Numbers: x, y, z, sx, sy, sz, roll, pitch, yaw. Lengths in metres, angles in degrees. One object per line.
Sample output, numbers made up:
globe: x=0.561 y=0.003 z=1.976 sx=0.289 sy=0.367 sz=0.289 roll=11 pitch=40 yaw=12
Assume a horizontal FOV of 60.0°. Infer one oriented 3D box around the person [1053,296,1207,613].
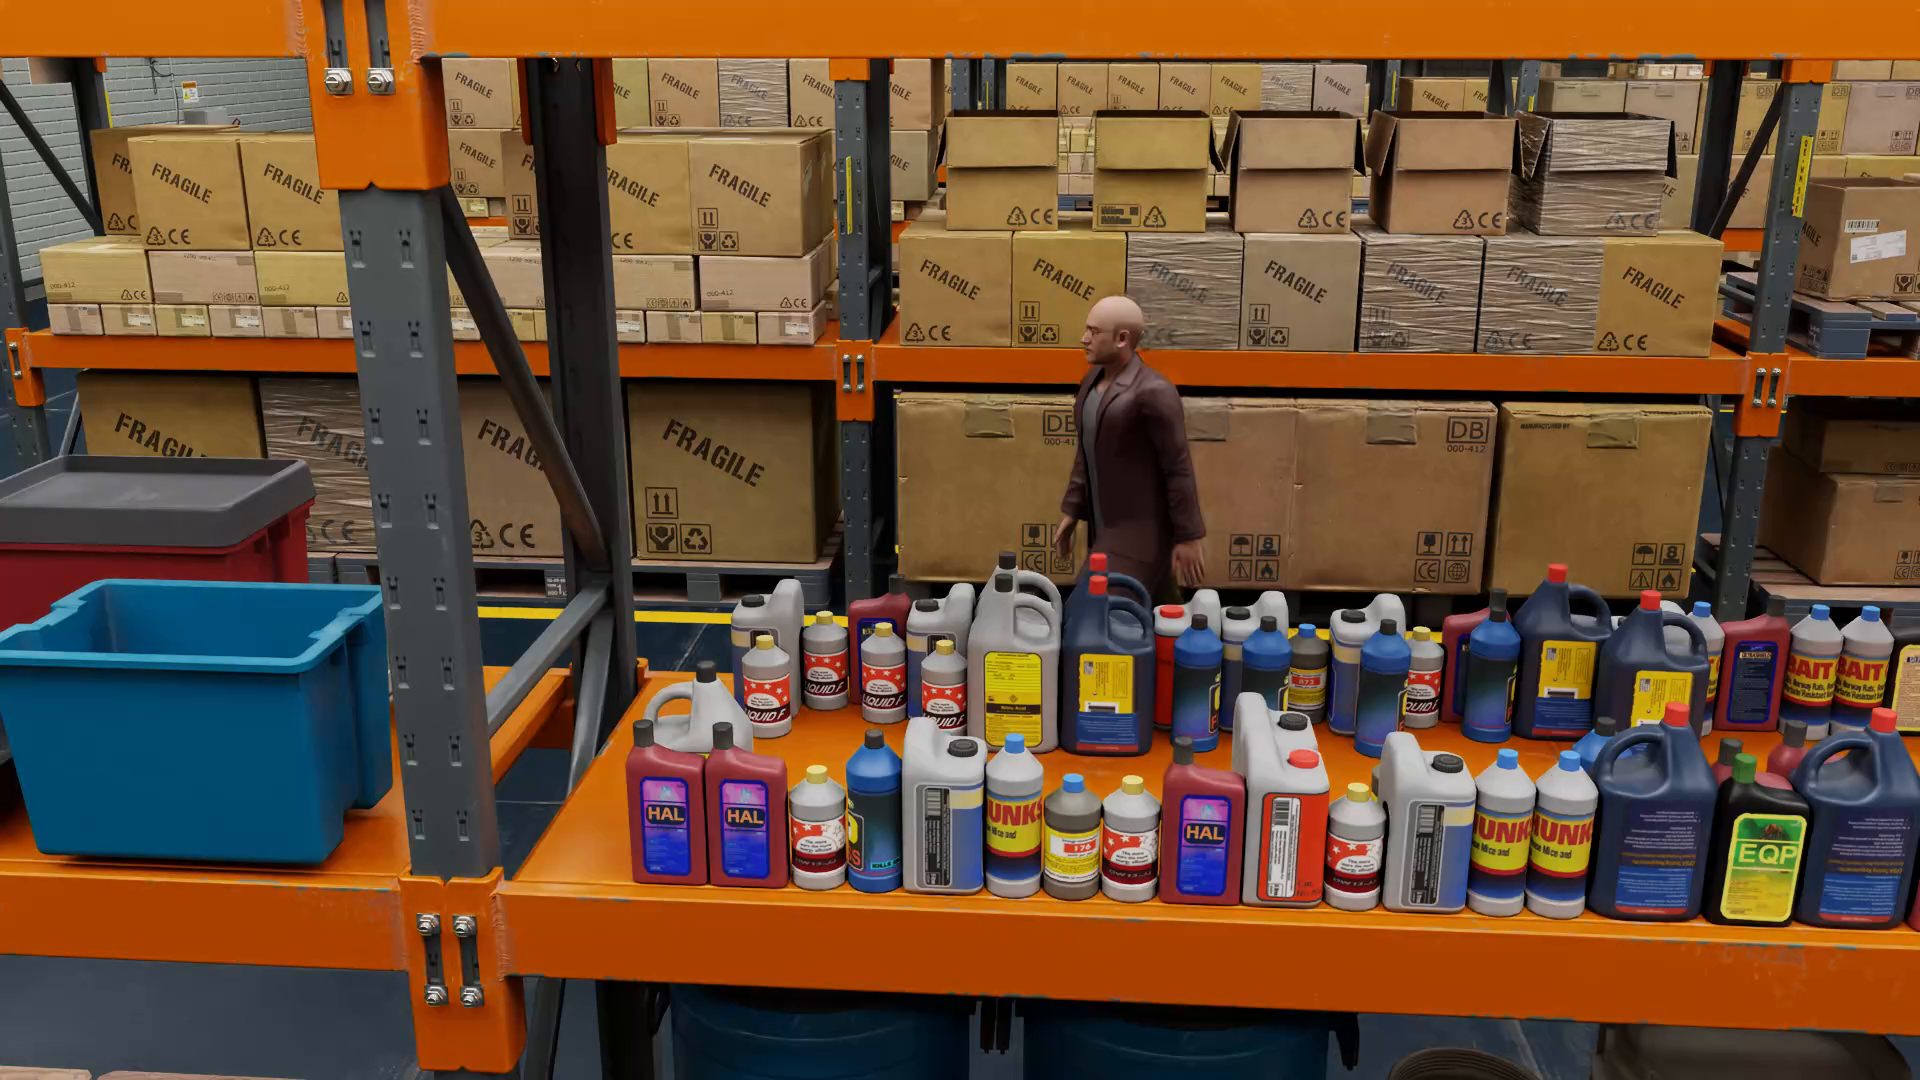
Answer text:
person: x=0.568 y=-0.049 z=6.191 sx=1.050 sy=1.720 sz=0.611 roll=-5 pitch=18 yaw=-16
